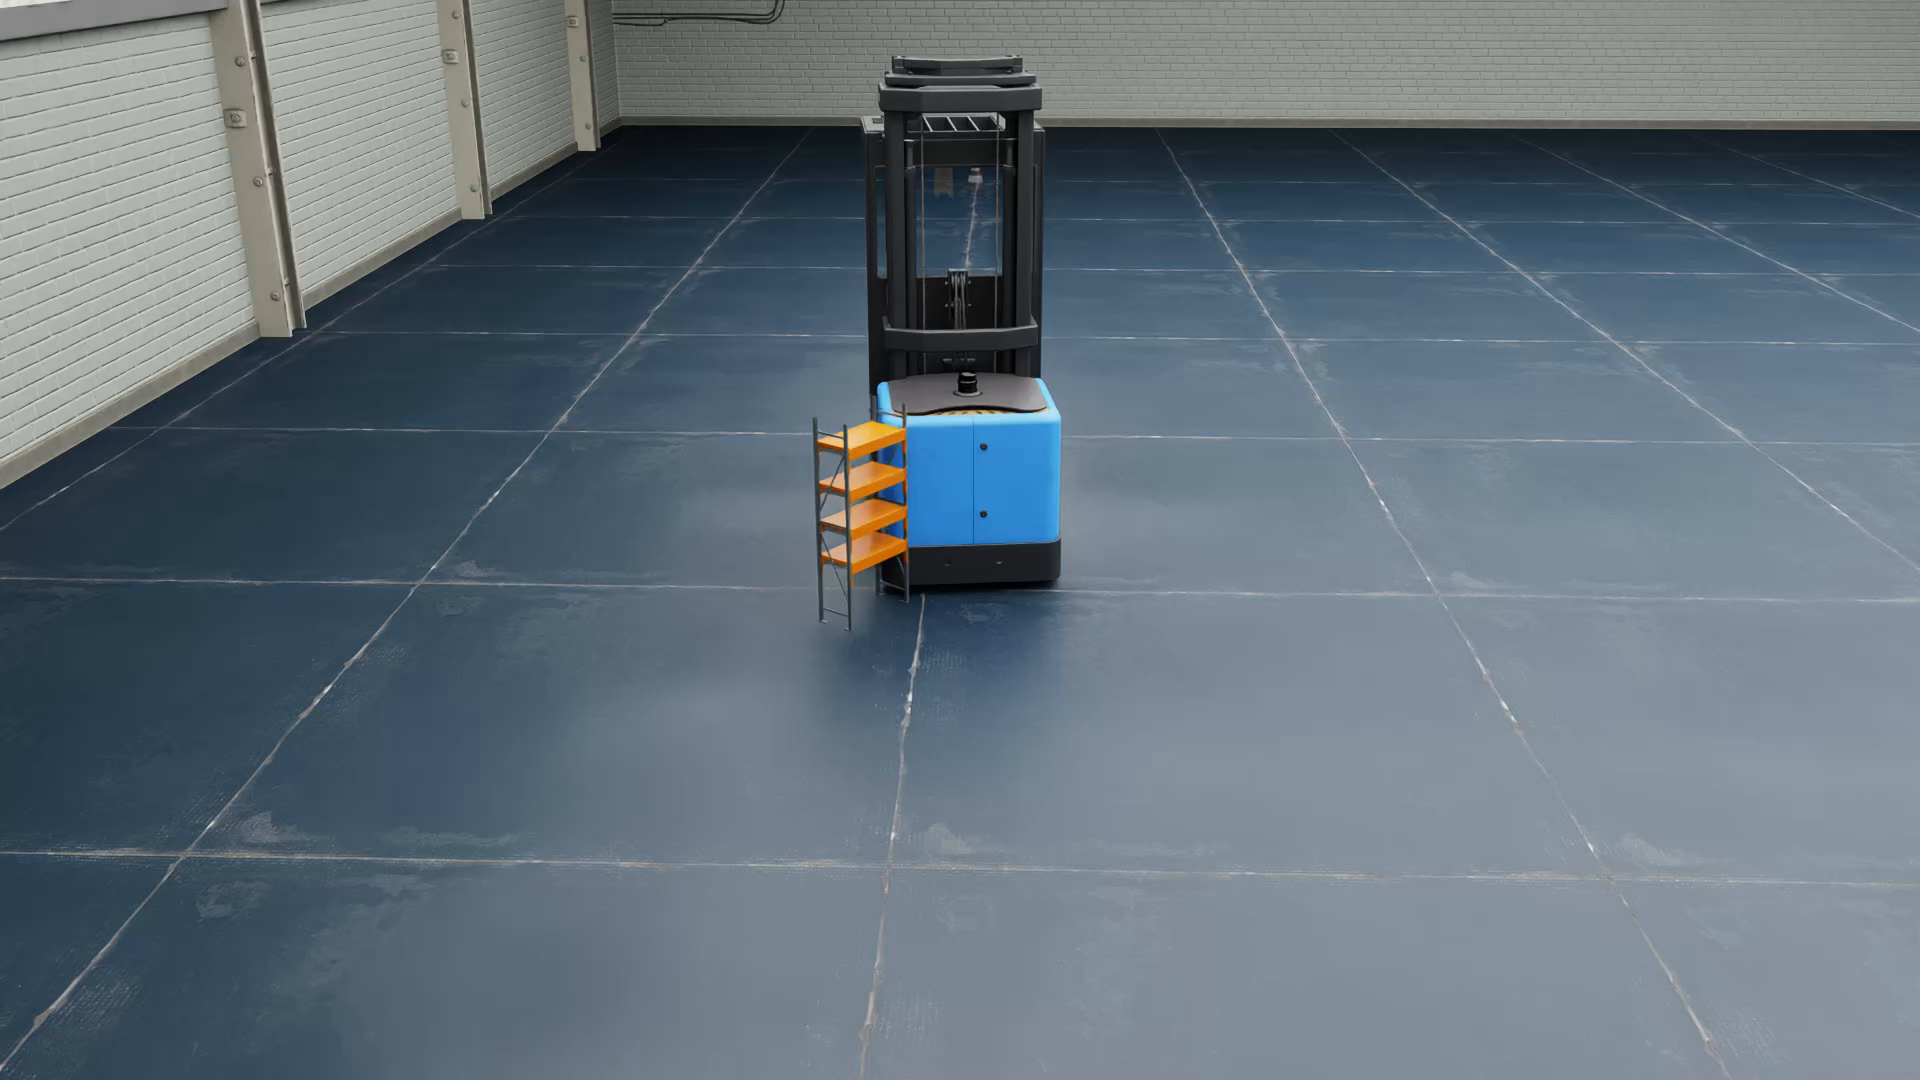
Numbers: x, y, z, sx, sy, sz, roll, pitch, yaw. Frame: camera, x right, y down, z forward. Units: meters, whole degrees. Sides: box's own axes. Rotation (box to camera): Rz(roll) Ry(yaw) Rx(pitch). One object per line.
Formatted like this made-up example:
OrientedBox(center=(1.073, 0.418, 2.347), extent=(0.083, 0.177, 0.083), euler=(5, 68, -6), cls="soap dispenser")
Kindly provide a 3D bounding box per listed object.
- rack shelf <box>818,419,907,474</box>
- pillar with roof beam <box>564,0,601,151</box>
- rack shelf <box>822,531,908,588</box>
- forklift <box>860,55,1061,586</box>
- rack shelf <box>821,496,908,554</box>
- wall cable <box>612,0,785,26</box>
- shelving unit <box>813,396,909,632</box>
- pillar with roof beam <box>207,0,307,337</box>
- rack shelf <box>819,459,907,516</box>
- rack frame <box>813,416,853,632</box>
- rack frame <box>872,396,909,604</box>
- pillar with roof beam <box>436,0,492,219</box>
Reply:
OrientedBox(center=(-0.542, -0.515, 9.111), extent=(0.258, 0.148, 0.480), euler=(16, 26, 35), cls="rack shelf")
OrientedBox(center=(-1.670, -10.435, 24.983), extent=(9.100, 9.000, 0.400), euler=(1, 21, 2), cls="pillar with roof beam")
OrientedBox(center=(-0.542, 0.099, 9.350), extent=(0.258, 0.148, 0.480), euler=(16, 26, 35), cls="rack shelf")
OrientedBox(center=(-0.055, -1.592, 10.581), extent=(1.130, 2.935, 3.031), euler=(-2, 21, -5), cls="forklift")
OrientedBox(center=(-0.542, -0.086, 9.278), extent=(0.258, 0.148, 0.480), euler=(16, 26, 35), cls="rack shelf")
OrientedBox(center=(-4.562, -10.085, 28.374), extent=(3.097, 2.526, 0.112), euler=(1, 21, 2), cls="wall cable")
OrientedBox(center=(-0.542, -0.149, 9.253), extent=(0.258, 1.200, 0.503), euler=(16, 26, 35), cls="shelving unit")
OrientedBox(center=(-2.035, -6.096, 13.801), extent=(9.100, 9.000, 0.400), euler=(1, 21, 2), cls="pillar with roof beam")
OrientedBox(center=(-0.542, -0.294, 9.197), extent=(0.258, 0.148, 0.480), euler=(16, 26, 35), cls="rack shelf")
OrientedBox(center=(-0.692, -0.079, 9.074), extent=(0.240, 1.200, 0.015), euler=(16, 26, 35), cls="rack frame")
OrientedBox(center=(-0.392, -0.218, 9.433), extent=(0.240, 1.200, 0.015), euler=(16, 26, 35), cls="rack frame")
OrientedBox(center=(-1.852, -8.266, 19.392), extent=(9.100, 9.000, 0.400), euler=(1, 21, 2), cls="pillar with roof beam")
